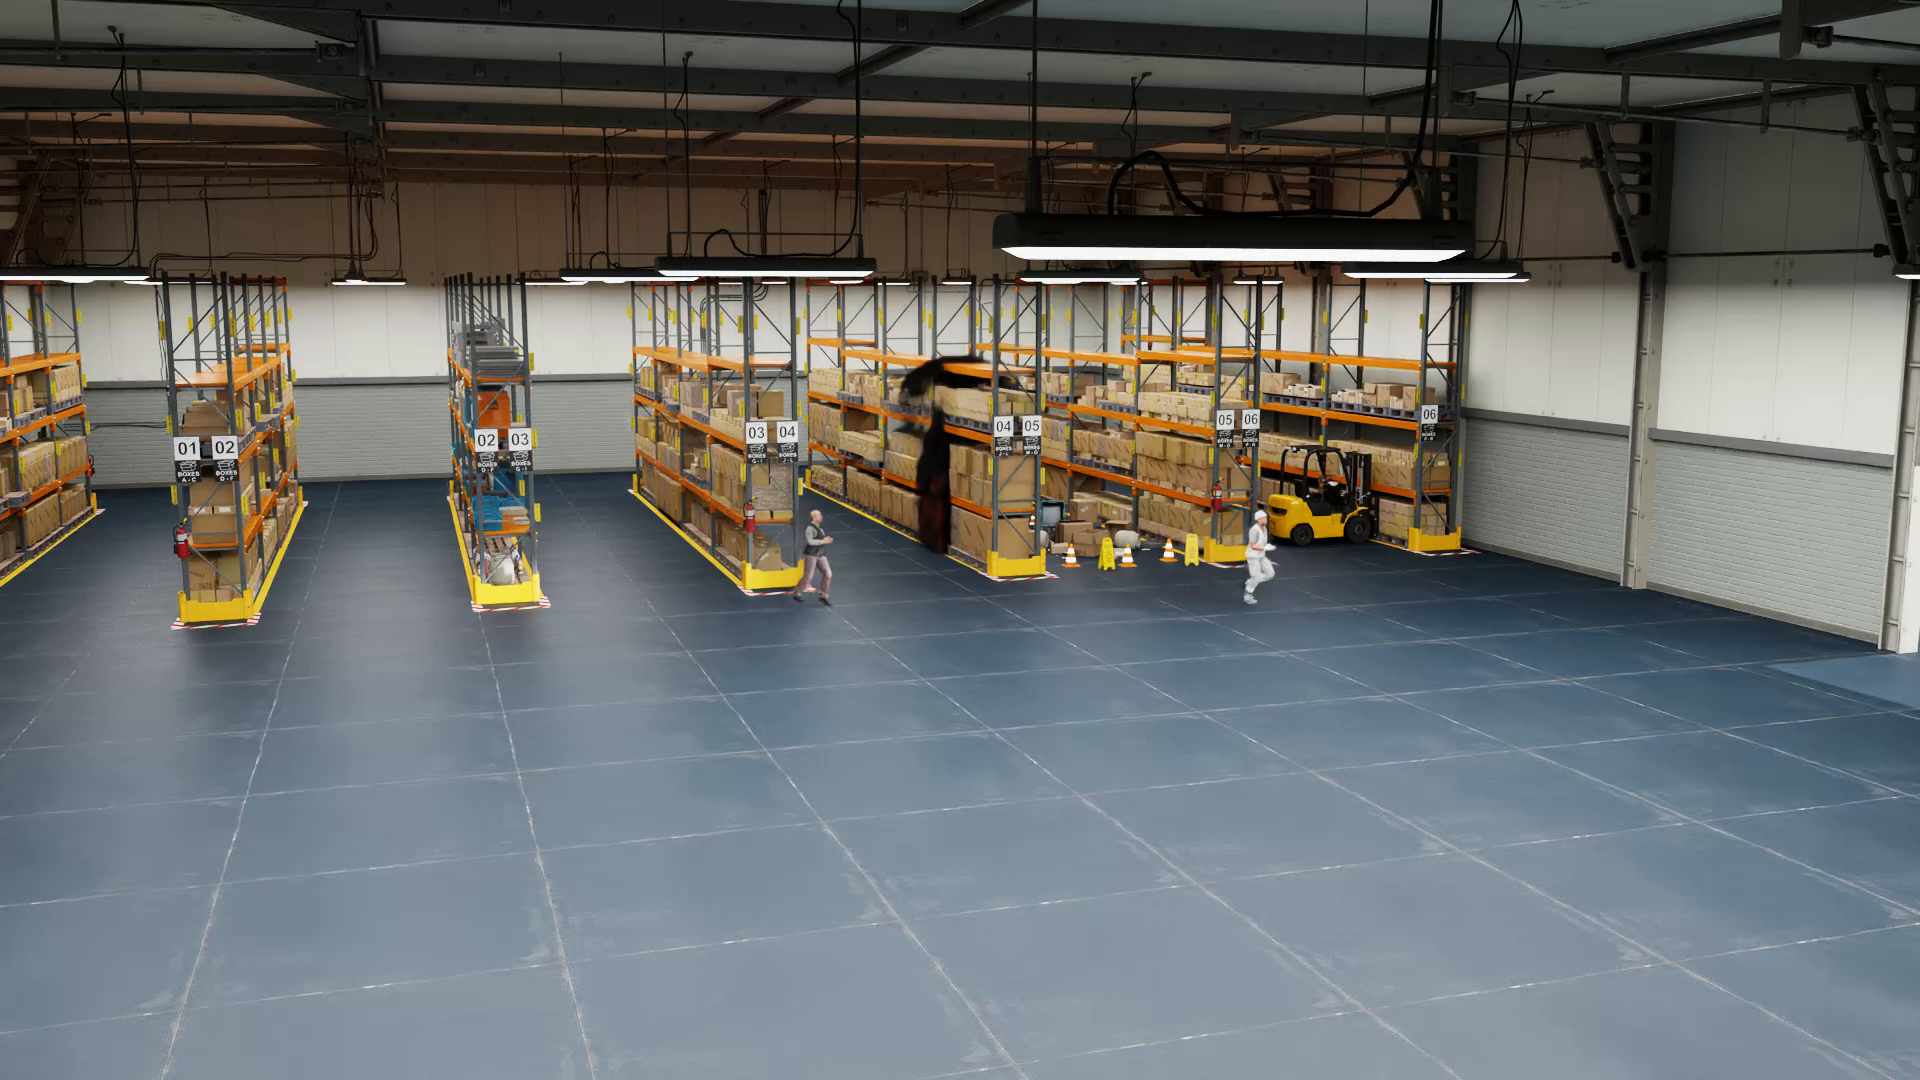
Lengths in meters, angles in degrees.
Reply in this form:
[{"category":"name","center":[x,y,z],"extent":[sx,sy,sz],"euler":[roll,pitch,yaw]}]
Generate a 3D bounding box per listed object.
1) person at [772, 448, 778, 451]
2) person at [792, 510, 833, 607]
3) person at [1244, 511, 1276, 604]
[{"category":"person","center":[-5.272,-2.206,46.800],"extent":[0.772,1.733,1.030],"euler":[-1,9,-9]},{"category":"person","center":[-2.627,0.336,30.164],"extent":[0.812,1.769,0.639],"euler":[5,10,29]},{"category":"person","center":[5.460,0.318,30.197],"extent":[0.657,1.728,0.707],"euler":[6,10,34]}]
